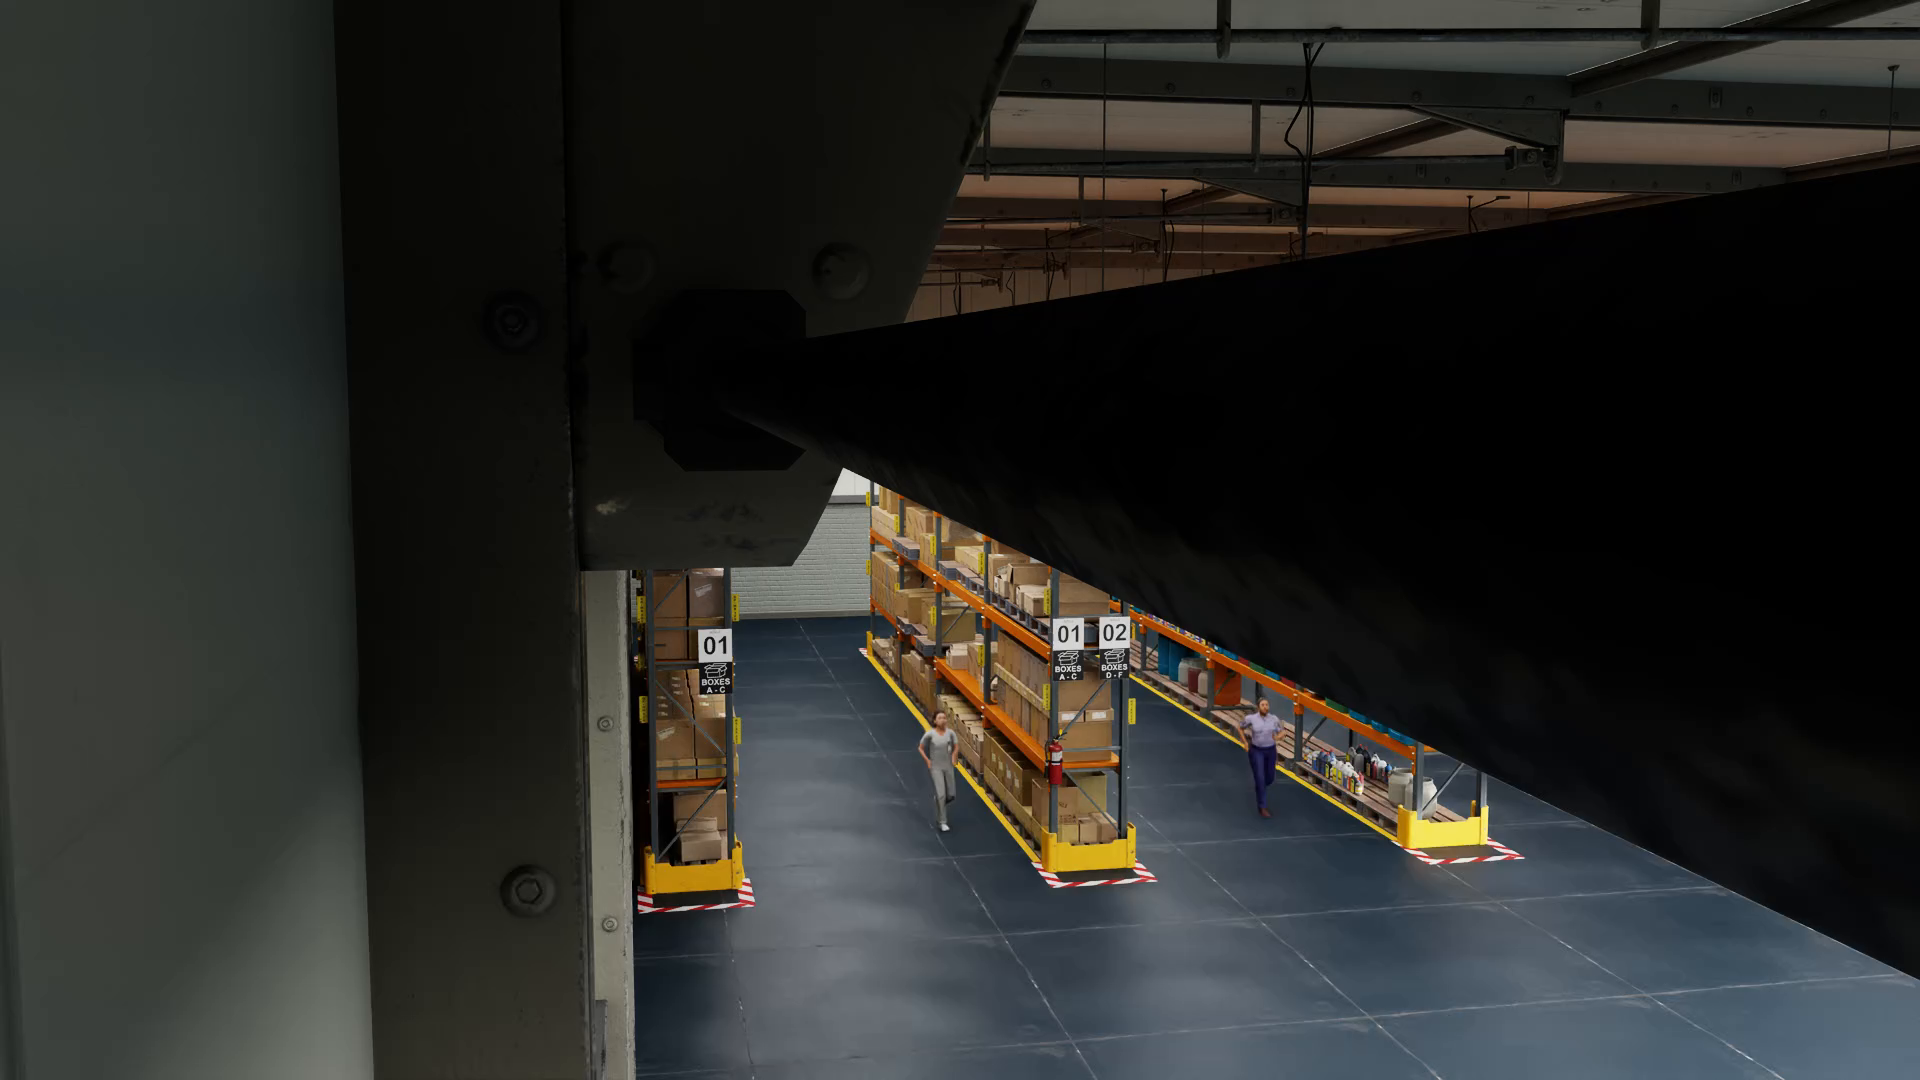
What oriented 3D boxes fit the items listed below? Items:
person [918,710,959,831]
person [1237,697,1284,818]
[{"bbox_3d":[-0.286,3.138,22.864,0.569,1.618,0.724,-2,6,-17],"label":"person"},{"bbox_3d":[4.293,3.043,23.629,0.613,1.611,0.933,-1,6,-10],"label":"person"}]
